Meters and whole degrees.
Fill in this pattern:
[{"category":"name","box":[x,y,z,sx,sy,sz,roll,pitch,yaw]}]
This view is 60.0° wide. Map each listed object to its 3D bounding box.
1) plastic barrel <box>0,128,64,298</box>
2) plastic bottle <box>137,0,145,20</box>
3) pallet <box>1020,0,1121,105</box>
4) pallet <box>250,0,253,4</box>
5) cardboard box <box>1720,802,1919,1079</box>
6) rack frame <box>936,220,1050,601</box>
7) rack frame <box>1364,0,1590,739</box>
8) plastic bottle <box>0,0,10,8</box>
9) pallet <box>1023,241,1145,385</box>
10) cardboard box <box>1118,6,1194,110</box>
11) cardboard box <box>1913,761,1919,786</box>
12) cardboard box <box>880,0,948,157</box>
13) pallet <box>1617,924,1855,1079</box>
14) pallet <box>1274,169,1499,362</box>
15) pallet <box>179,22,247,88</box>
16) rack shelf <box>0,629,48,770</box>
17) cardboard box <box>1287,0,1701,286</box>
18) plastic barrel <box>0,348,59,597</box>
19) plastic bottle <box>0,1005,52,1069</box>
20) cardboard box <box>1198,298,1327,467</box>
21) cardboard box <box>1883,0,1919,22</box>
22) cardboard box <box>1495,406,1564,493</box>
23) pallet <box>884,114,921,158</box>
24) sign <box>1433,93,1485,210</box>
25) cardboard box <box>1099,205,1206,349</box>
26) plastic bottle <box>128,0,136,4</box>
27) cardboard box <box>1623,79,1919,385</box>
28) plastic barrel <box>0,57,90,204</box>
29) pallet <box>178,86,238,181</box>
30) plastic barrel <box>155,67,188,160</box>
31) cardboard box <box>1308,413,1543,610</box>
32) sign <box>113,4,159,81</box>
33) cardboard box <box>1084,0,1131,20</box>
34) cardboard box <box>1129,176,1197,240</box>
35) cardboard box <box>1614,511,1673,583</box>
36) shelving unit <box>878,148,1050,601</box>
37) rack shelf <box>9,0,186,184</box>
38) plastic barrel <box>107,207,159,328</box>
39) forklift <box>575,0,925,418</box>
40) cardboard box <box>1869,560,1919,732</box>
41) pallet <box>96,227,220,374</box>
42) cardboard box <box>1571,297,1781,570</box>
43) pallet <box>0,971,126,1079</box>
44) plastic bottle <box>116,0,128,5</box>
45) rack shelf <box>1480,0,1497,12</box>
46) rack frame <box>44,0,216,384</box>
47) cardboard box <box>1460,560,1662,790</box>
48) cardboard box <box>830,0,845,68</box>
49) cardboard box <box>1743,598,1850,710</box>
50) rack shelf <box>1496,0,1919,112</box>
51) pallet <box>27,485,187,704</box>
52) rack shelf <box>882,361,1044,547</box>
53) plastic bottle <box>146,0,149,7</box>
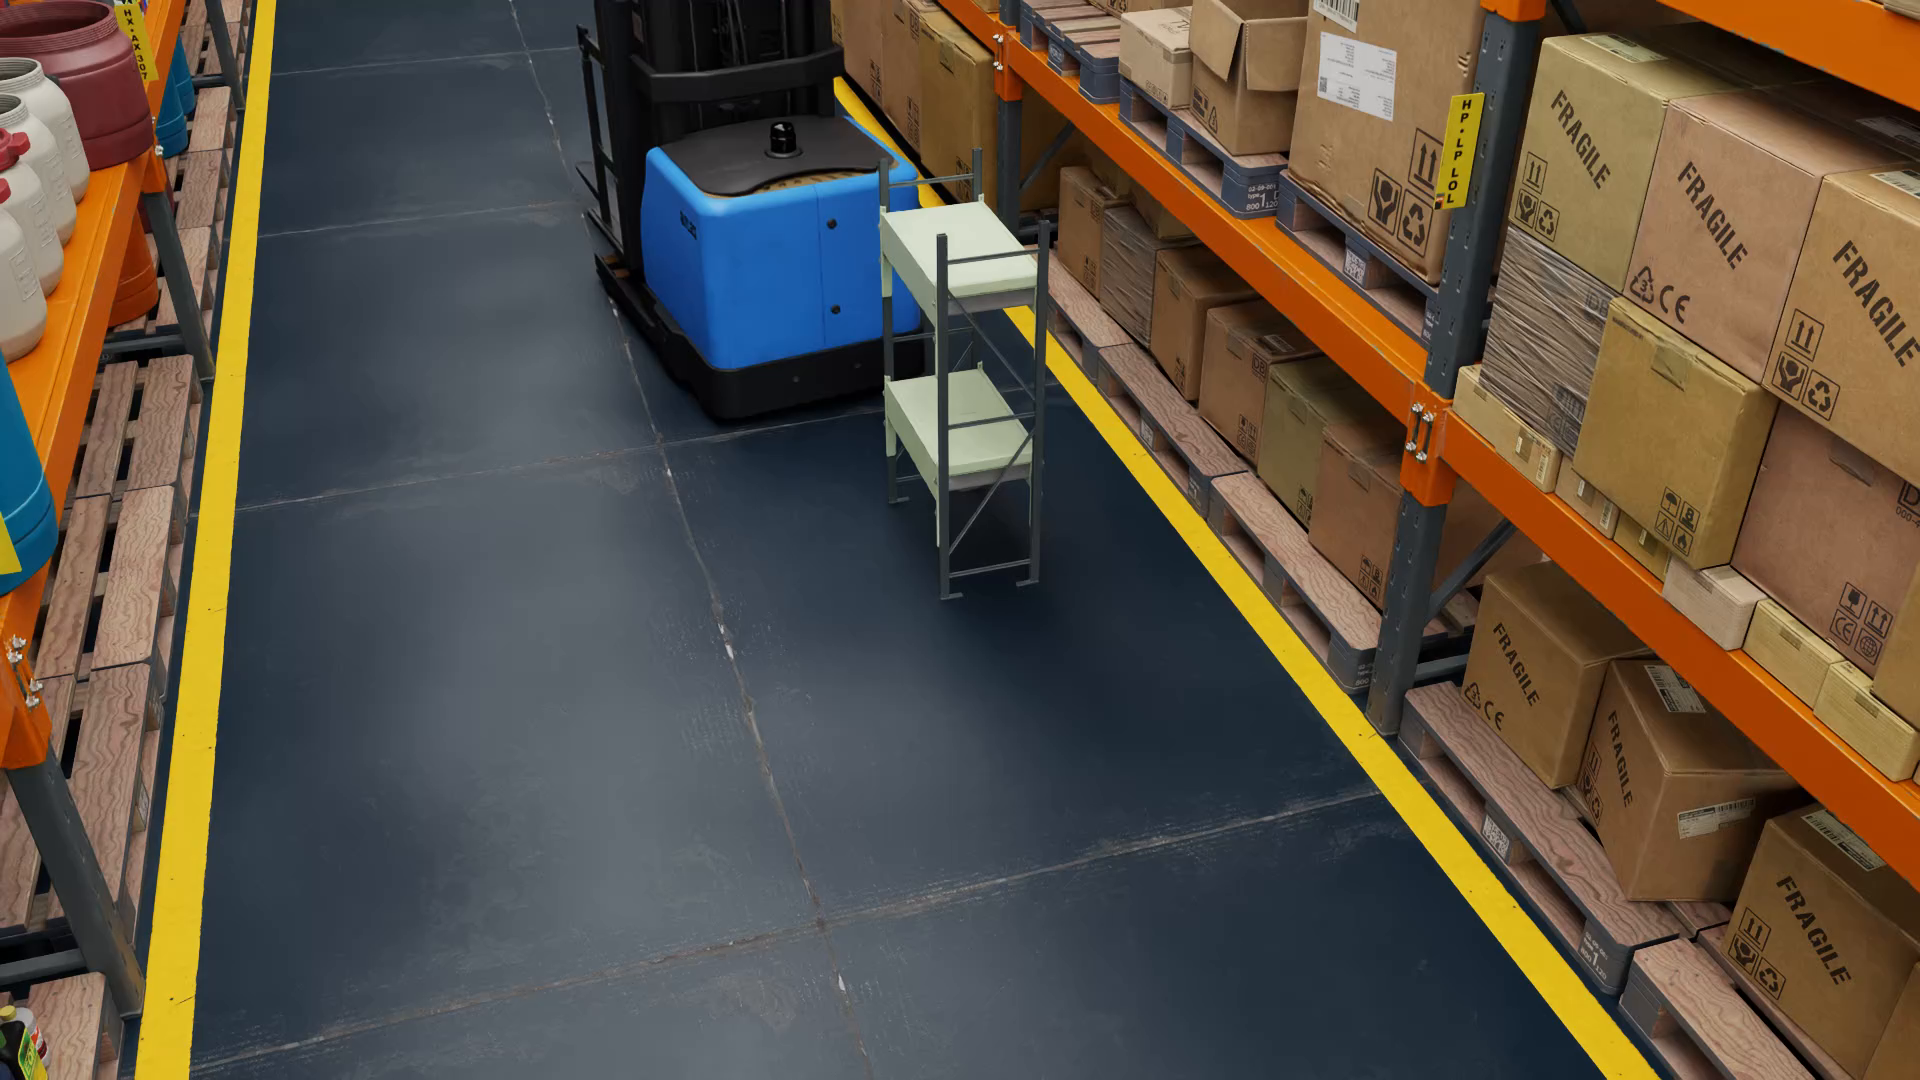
[{"category":"plastic barrel","box":[-3.248,-1.060,5.510,0.433,0.535,0.433,0,33,0]},{"category":"plastic bottle","box":[-4.145,-2.731,8.278,0.097,0.271,0.097,0,33,0]},{"category":"pallet","box":[1.006,-2.349,7.757,1.213,0.211,1.003,-10,35,-15]},{"category":"pallet","box":[-6.255,-4.549,13.443,1.003,0.211,1.213,-10,35,-15]},{"category":"cardboard box","box":[2.437,1.012,4.384,0.500,0.500,0.500,-13,36,-19]},{"category":"rack frame","box":[0.114,-0.430,6.040,0.400,1.500,0.023,-10,35,-15]},{"category":"rack frame","box":[1.907,-0.685,5.065,1.000,3.000,0.127,-10,35,-15]},{"category":"plastic bottle","box":[-4.827,-2.765,8.320,0.061,0.283,0.133,-10,35,-15]},{"category":"pallet","box":[0.924,-1.211,8.391,1.003,0.211,1.213,-10,35,-15]},{"category":"cardboard box","box":[0.979,-1.979,6.779,0.500,0.250,0.500,-11,35,-16]},{"category":"cardboard box","box":[2.276,0.492,3.512,0.380,0.149,0.250,-10,35,-15]},{"category":"cardboard box","box":[0.232,-2.909,9.977,1.225,0.875,0.875,-10,35,-15]},{"category":"pallet","box":[2.522,1.467,4.338,1.003,0.211,1.213,-10,35,-15]},{"category":"pallet","box":[1.813,-1.030,5.763,1.003,0.211,1.213,-10,35,-15]},{"category":"pallet","box":[-5.511,-3.268,11.504,1.003,0.211,1.213,-10,35,-15]},{"category":"rack shelf","box":[-2.199,1.498,2.414,1.077,0.370,4.000,-10,35,-15]},{"category":"cardboard box","box":[1.798,-1.551,5.451,1.000,1.000,1.000,-10,35,-14]},{"category":"plastic barrel","box":[-2.639,-0.315,4.051,0.600,0.901,0.708,-10,35,-15]},{"category":"plastic bottle","box":[-2.402,1.270,4.246,0.097,0.201,0.097,0,33,0]},{"category":"cardboard box","box":[1.442,-0.699,6.955,0.700,0.500,0.500,-13,36,-19]},{"category":"cardboard box","box":[2.108,-1.055,3.041,0.500,0.250,0.500,-11,35,-17]},{"category":"cardboard box","box":[1.750,-0.283,4.685,0.380,0.149,0.250,-10,35,-15]},{"category":"pallet","box":[0.150,-2.687,10.626,1.003,0.211,1.213,-10,35,-15]},{"category":"sign","box":[1.380,-1.073,4.602,0.100,0.325,0.005,-10,35,-15]},{"category":"cardboard box","box":[1.092,-1.288,7.847,0.700,0.500,0.500,-13,36,-19]},{"category":"plastic bottle","box":[-4.063,-2.627,8.110,0.061,0.283,0.133,-10,35,-15]},{"category":"cardboard box","box":[1.956,-0.726,3.861,0.500,0.500,0.500,-10,35,-15]},{"category":"plastic barrel","box":[-3.512,-1.494,6.189,0.421,0.512,0.421,0,33,0]},{"category":"pallet","box":[-5.054,-2.477,10.306,1.003,0.211,1.213,-10,35,-15]},{"category":"plastic barrel","box":[-4.884,-2.692,9.625,0.600,0.901,0.708,-10,35,-15]},{"category":"cardboard box","box":[1.741,-0.151,6.127,0.700,0.500,0.500,-13,36,-18]},{"category":"sign","box":[-3.508,-2.116,7.084,0.100,0.325,0.005,-10,35,-15]},{"category":"cardboard box","box":[0.890,-2.725,7.681,0.500,0.500,0.500,-14,36,-21]},{"category":"cardboard box","box":[1.092,-1.615,7.661,0.500,0.250,0.500,-6,34,-9]},{"category":"cardboard box","box":[1.938,-0.027,4.298,0.380,0.149,0.250,-10,35,-15]},{"category":"shelving unit","box":[0.002,-0.622,6.331,0.431,1.500,0.755,-10,35,-15]},{"category":"rack shelf","box":[-4.640,-2.702,8.771,1.077,0.370,4.000,-10,35,-15]},{"category":"plastic barrel","box":[-4.195,-1.476,7.850,0.600,0.830,0.708,-10,35,-15]},{"category":"forklift","box":[-1.267,-2.563,7.970,1.130,2.935,3.031,-15,36,-22]},{"category":"cardboard box","box":[2.466,0.180,3.397,0.875,0.500,0.500,-10,35,-15]},{"category":"pallet","box":[-4.310,-1.195,8.368,1.003,0.211,1.213,-10,35,-15]},{"category":"cardboard box","box":[2.105,-0.335,4.176,0.875,0.500,0.500,-10,35,-15]},{"category":"pallet","box":[-2.644,1.671,4.029,1.003,0.211,1.213,-10,35,-15]},{"category":"plastic bottle","box":[-3.992,-2.506,7.927,0.061,0.283,0.133,-10,35,-15]},{"category":"rack shelf","box":[1.297,-2.686,6.026,1.077,0.370,4.000,-10,35,-15]},{"category":"rack frame","box":[-4.030,-1.952,6.983,1.000,3.000,0.127,-10,35,-15]},{"category":"cardboard box","box":[1.991,0.400,5.311,0.500,0.500,0.500,-11,35,-16]},{"category":"cardboard box","box":[-0.319,-3.841,11.388,1.225,0.875,0.875,-10,35,-15]},{"category":"cardboard box","box":[2.091,0.236,3.900,0.380,0.149,0.250,-10,35,-15]},{"category":"rack shelf","box":[2.517,-0.586,2.848,1.077,0.370,4.000,-10,35,-15]},{"category":"pallet","box":[-3.462,0.264,6.159,1.003,0.211,1.213,-10,35,-15]},{"category":"rack shelf","box":[0.002,-0.350,6.511,0.431,0.370,0.720,-10,35,-15]},{"category":"plastic bottle","box":[-4.215,-2.852,8.461,0.097,0.271,0.097,0,33,0]}]
